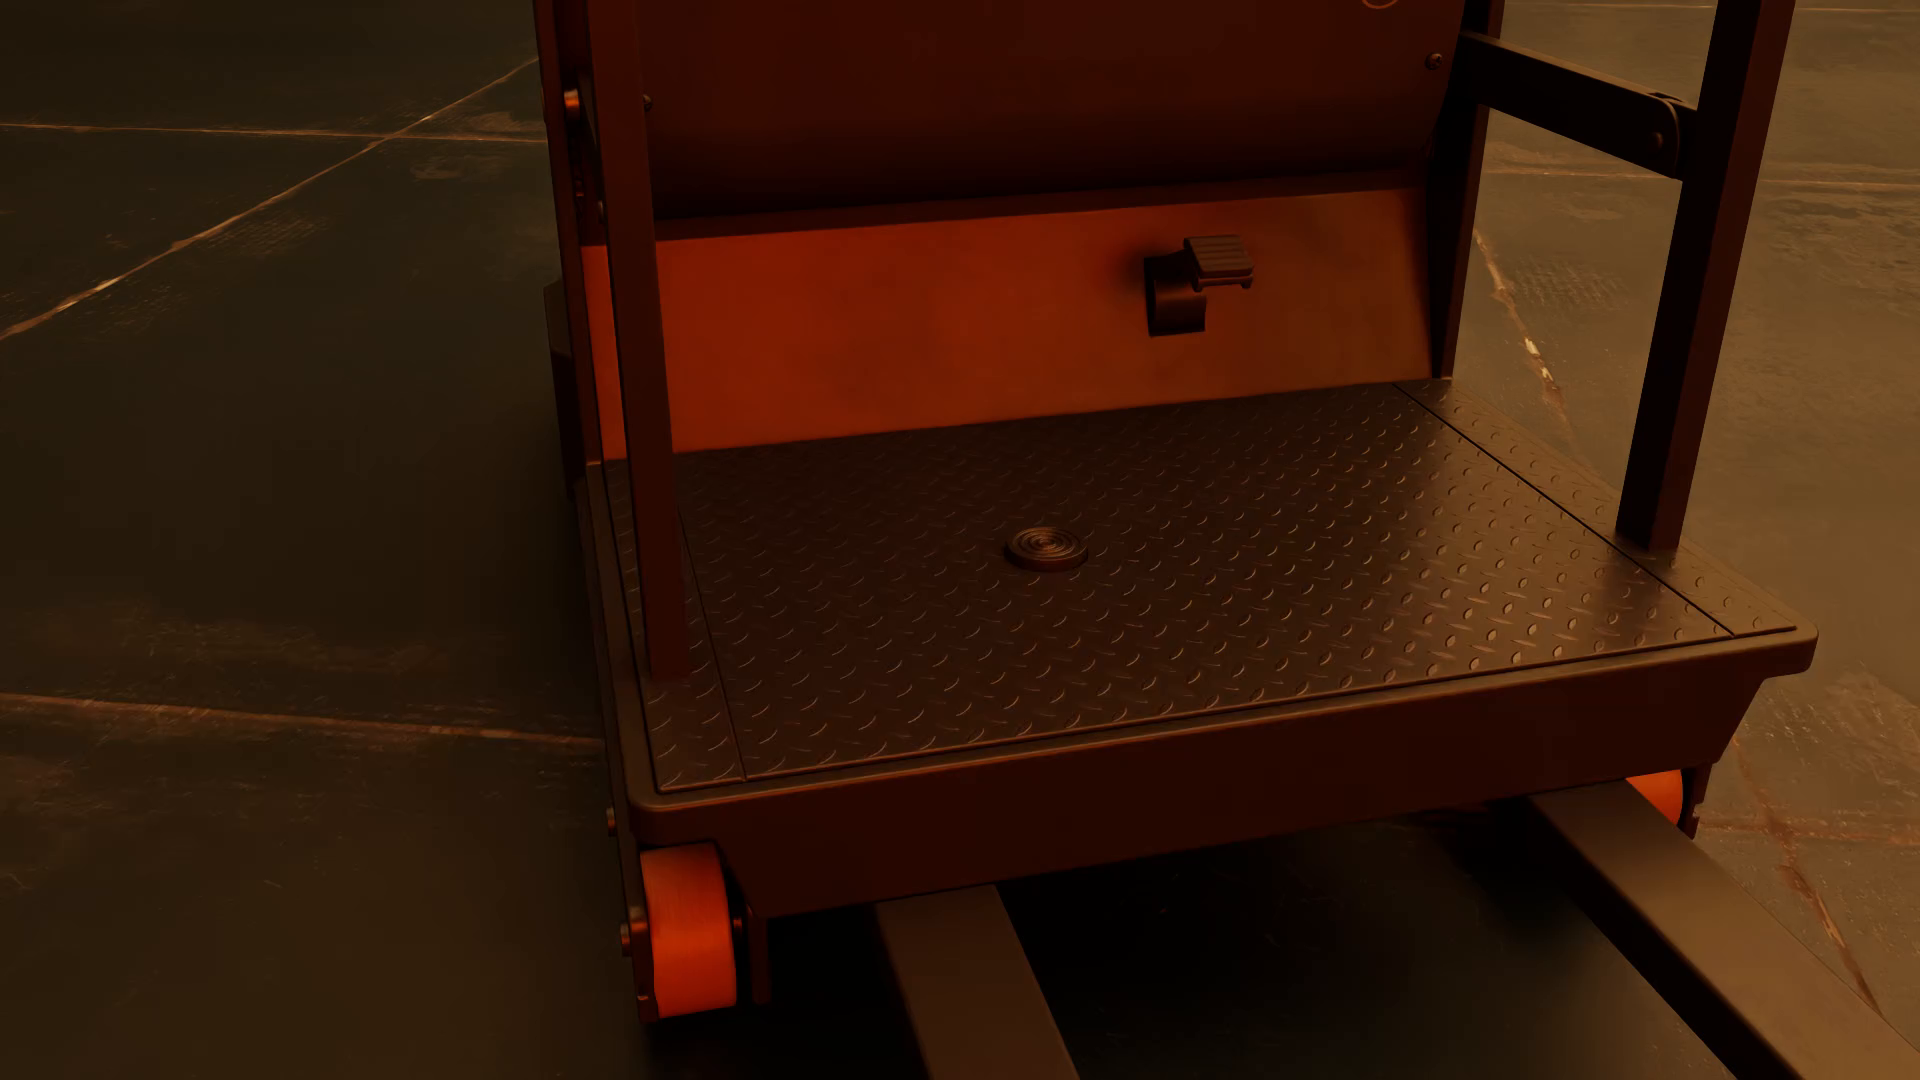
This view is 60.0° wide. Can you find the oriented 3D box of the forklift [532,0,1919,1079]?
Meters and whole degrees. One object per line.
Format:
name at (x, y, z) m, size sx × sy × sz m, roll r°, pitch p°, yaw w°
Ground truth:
forklift at (0.153, -1.049, 1.319) m, size 1.130 × 2.935 × 3.031 m, roll -7°, pitch 27°, yaw -13°
